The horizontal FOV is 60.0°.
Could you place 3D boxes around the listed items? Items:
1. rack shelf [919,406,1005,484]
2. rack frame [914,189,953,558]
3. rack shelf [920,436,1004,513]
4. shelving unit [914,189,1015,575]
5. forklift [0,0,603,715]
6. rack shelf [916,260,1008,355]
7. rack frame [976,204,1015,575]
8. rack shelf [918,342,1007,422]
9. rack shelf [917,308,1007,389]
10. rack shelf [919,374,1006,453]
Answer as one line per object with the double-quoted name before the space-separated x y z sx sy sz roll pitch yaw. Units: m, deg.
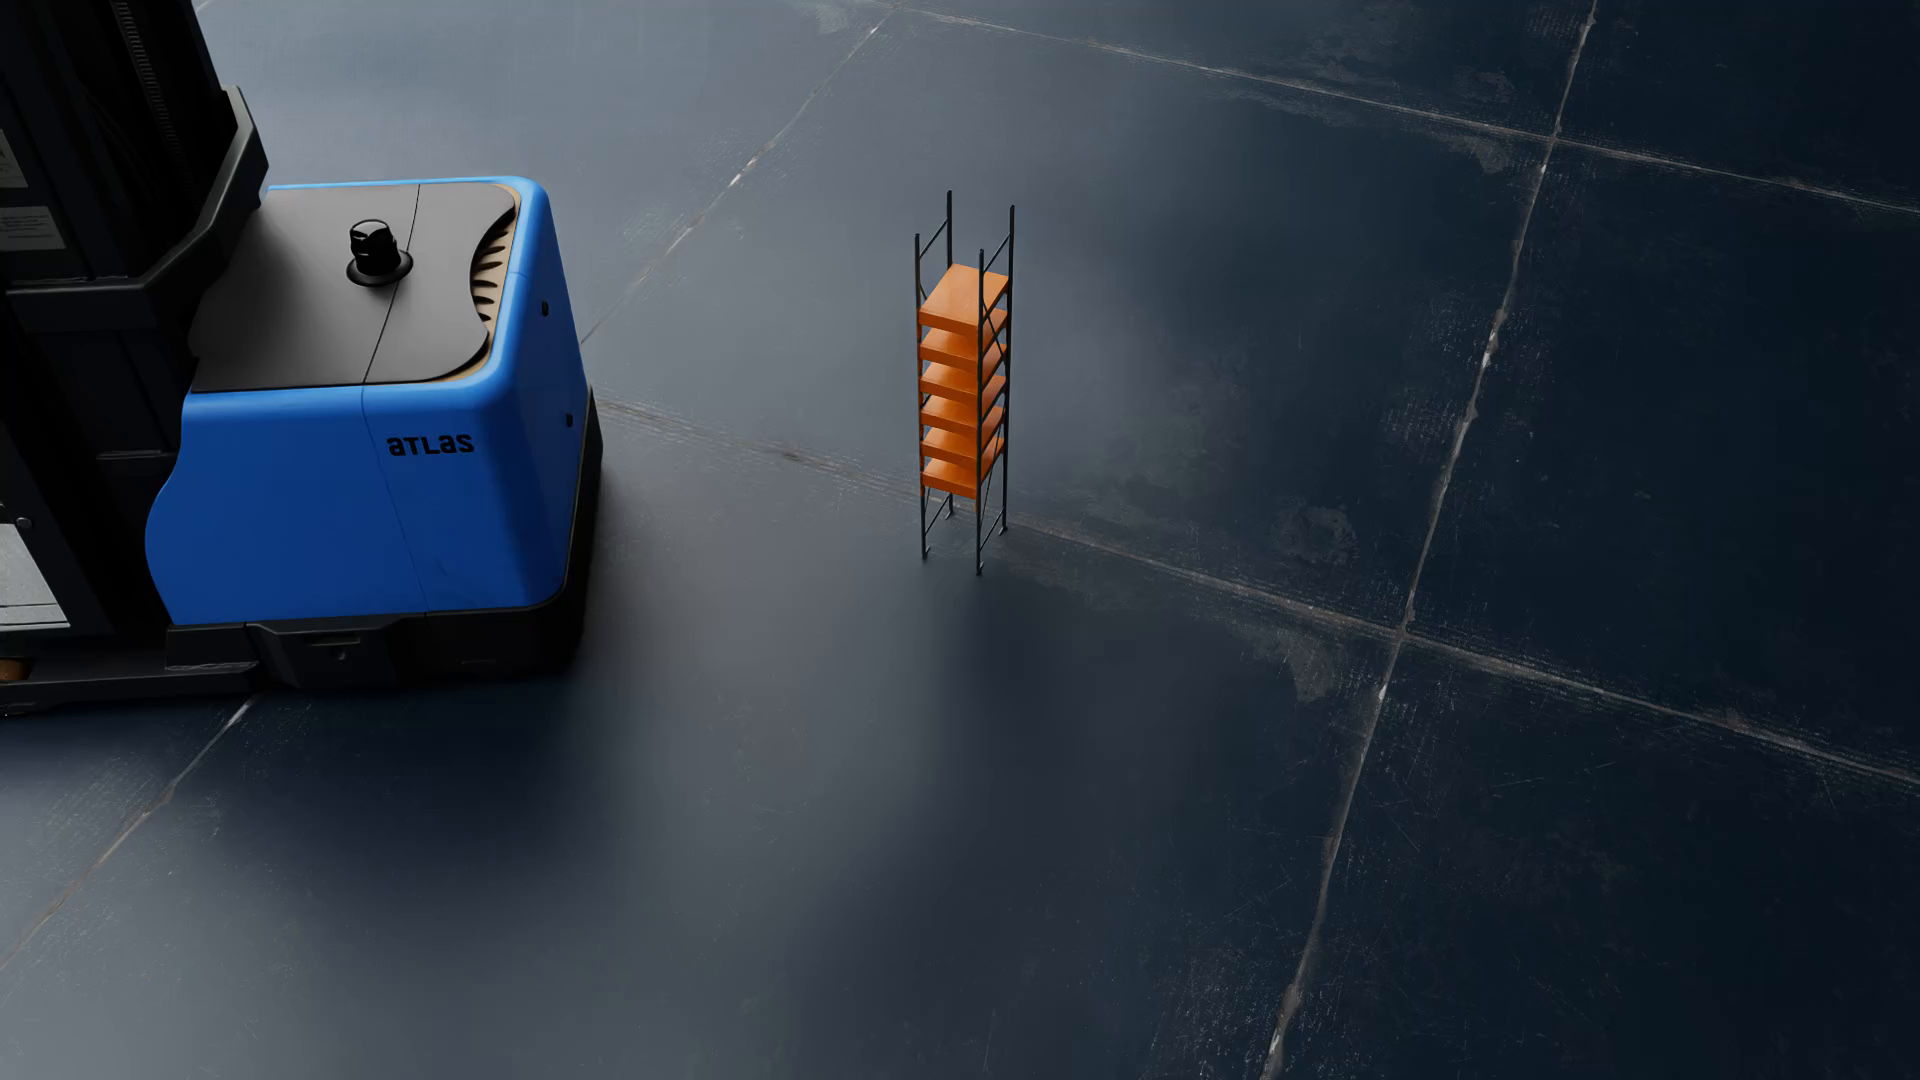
"rack shelf" 0.013 -0.305 4.939 0.180 0.103 0.258 16 47 16
"rack frame" -0.071 -0.446 4.848 0.006 1.200 0.240 16 47 16
"rack shelf" 0.013 -0.220 5.023 0.180 0.103 0.258 16 47 16
"shelving unit" 0.013 -0.421 4.823 0.189 1.200 0.258 16 47 16
"forklift" -2.650 -0.919 4.095 3.031 2.935 1.130 -3 45 -3
"rack shelf" 0.013 -0.645 4.600 0.180 0.103 0.258 16 47 16
"rack frame" 0.098 -0.397 4.798 0.006 1.200 0.240 16 47 16
"rack shelf" 0.013 -0.475 4.770 0.180 0.103 0.258 16 47 16
"rack shelf" 0.013 -0.560 4.685 0.180 0.103 0.258 16 47 16
"rack shelf" 0.013 -0.390 4.854 0.180 0.103 0.258 16 47 16
